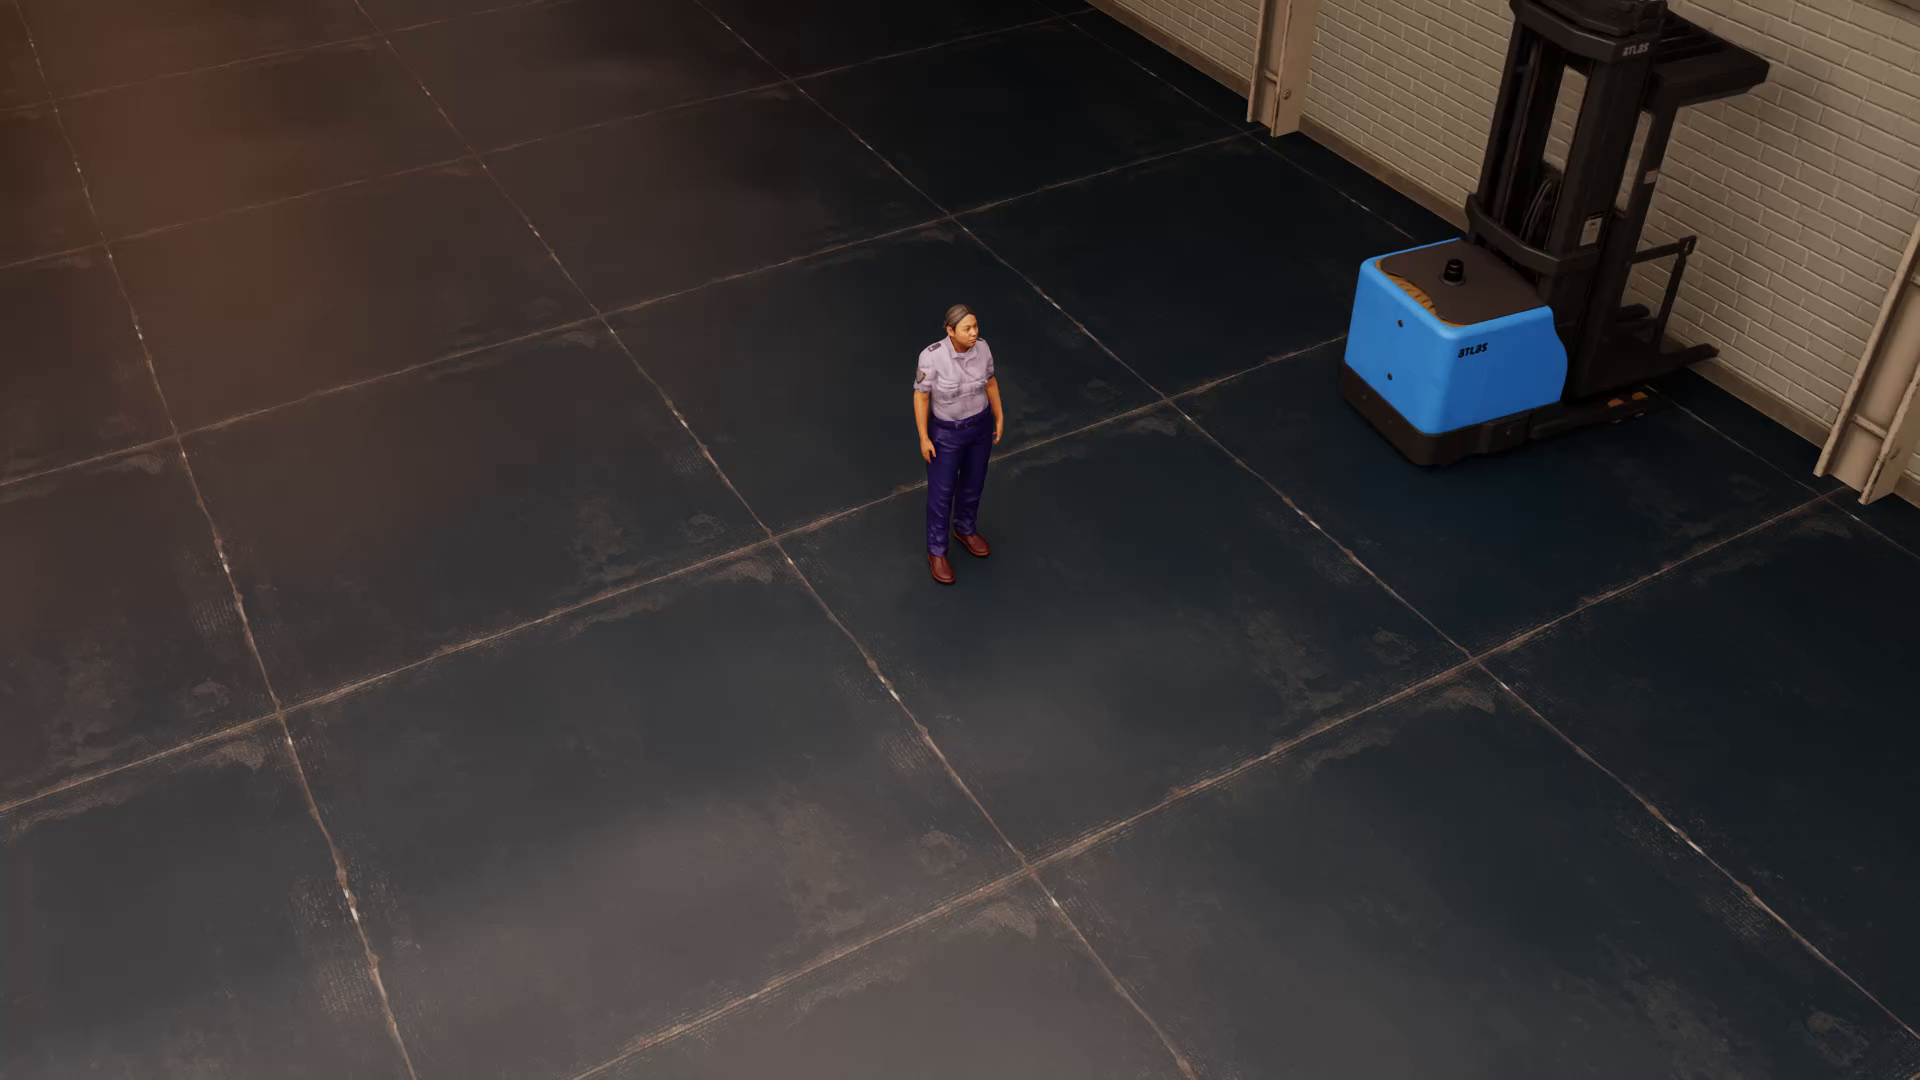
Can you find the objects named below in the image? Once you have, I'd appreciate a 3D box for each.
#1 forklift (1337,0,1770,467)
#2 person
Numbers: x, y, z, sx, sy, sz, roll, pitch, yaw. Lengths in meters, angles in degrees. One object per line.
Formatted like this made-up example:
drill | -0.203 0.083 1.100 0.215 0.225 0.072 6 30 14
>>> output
forklift | 4.167 -2.217 10.709 3.031 2.935 1.130 -15 42 -17
person | 0.025 -0.584 9.732 0.598 1.651 0.503 -20 44 -23
